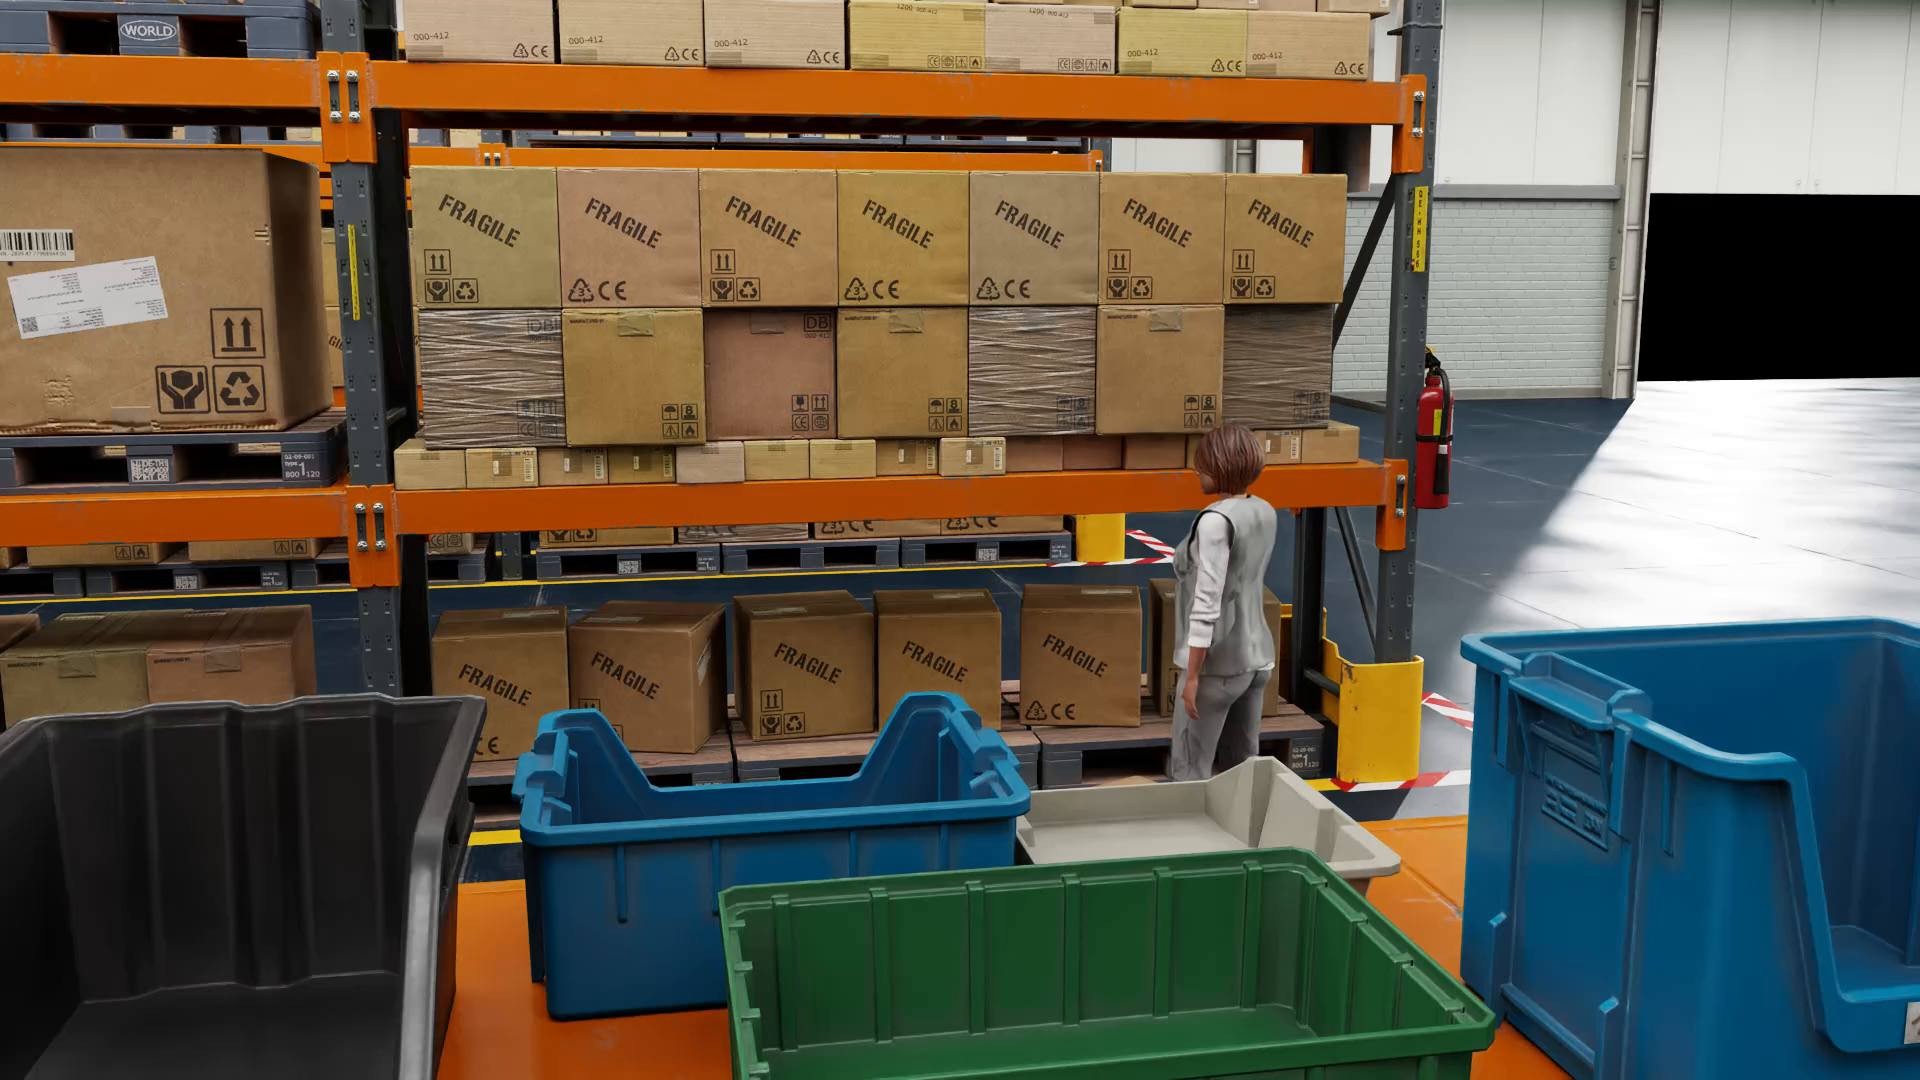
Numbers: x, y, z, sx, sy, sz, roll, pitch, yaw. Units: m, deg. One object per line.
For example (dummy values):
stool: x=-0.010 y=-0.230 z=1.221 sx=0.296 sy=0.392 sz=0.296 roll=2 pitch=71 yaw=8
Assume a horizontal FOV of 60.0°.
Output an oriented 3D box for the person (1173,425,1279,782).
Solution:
person: x=0.834 y=0.436 z=5.417 sx=0.483 sy=1.622 sz=0.432 roll=8 pitch=13 yaw=39
